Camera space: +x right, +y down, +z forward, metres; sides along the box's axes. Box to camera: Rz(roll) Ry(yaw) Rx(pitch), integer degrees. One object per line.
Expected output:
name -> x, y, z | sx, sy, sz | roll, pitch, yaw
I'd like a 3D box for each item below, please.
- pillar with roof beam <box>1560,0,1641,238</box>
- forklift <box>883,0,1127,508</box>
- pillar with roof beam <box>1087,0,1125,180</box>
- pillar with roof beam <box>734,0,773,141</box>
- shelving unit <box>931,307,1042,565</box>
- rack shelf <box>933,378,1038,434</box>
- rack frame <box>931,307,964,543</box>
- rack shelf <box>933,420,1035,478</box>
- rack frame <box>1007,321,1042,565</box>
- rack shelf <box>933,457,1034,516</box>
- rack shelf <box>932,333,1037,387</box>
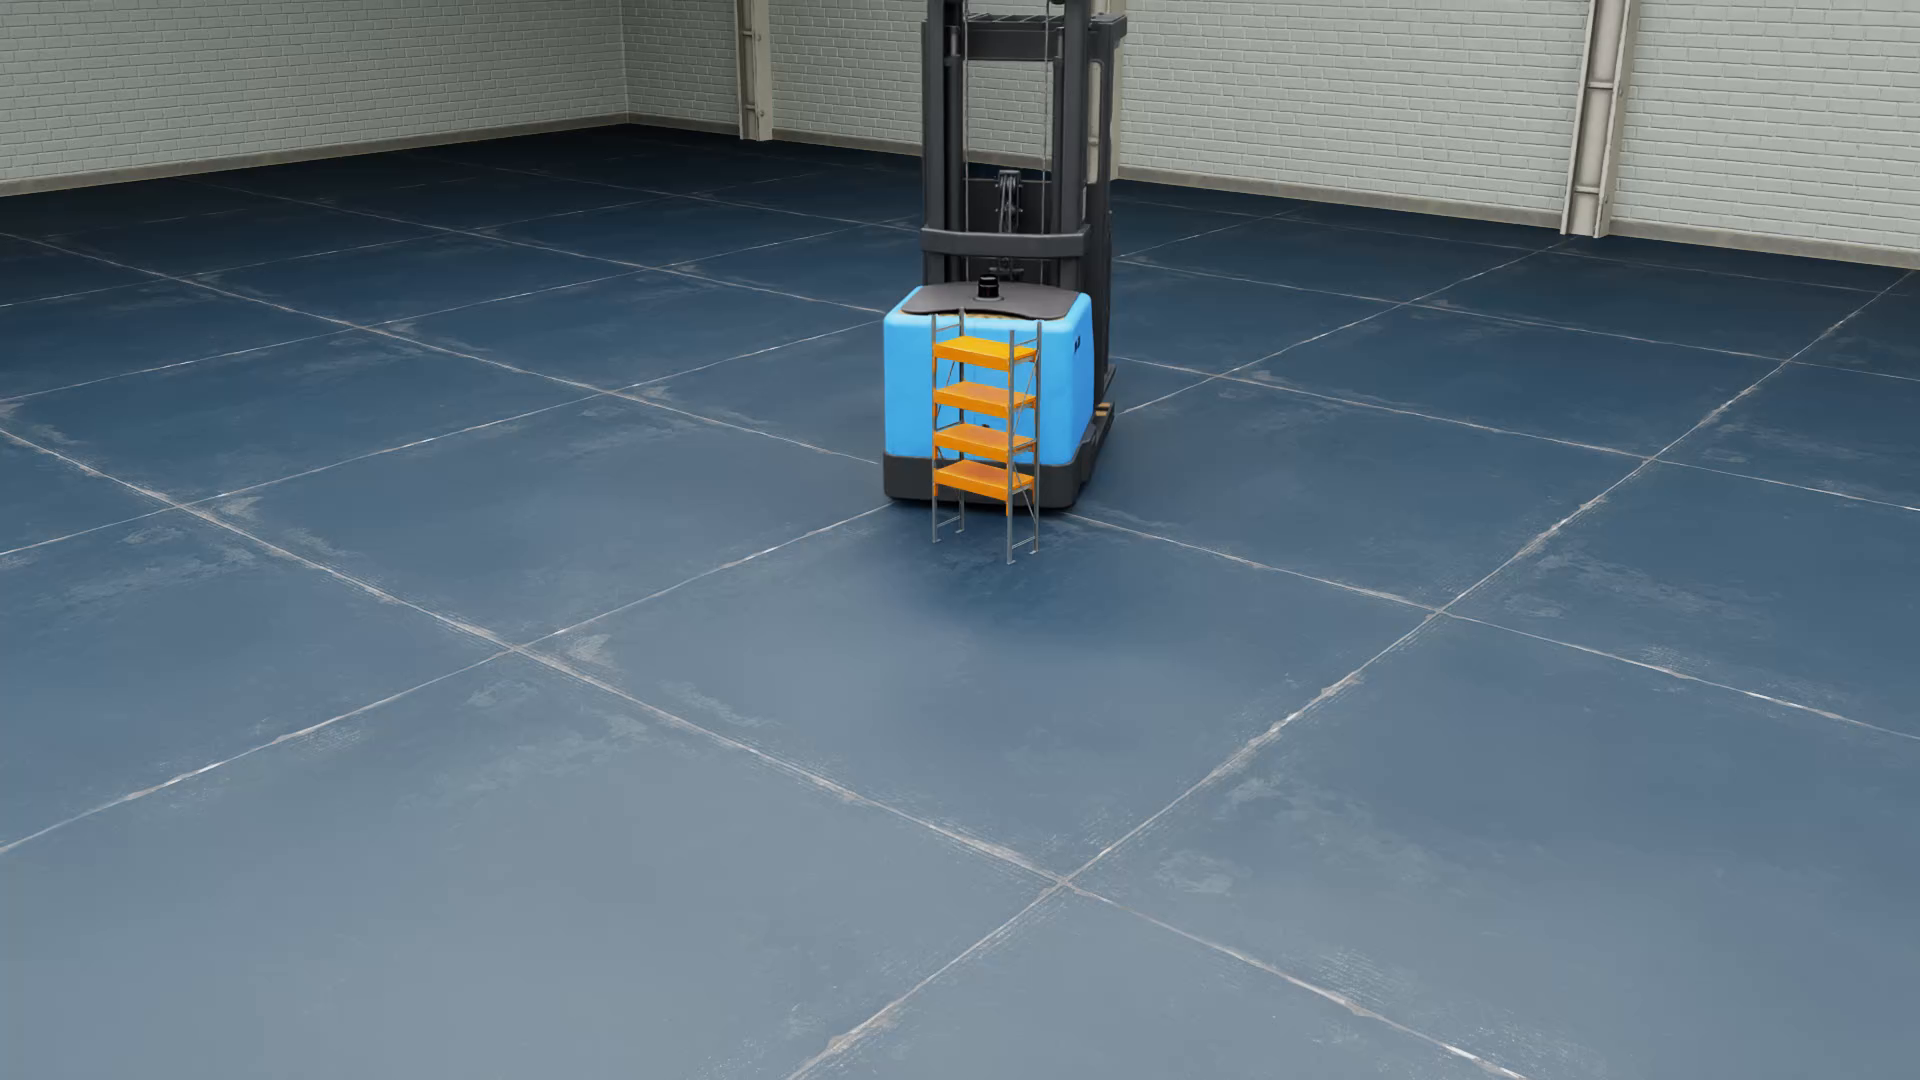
pillar with roof beam -> 3.638, -6.153, 12.230 | 0.400, 9.000, 9.100 | 16, 26, 36
forklift -> 0.372, -2.028, 9.892 | 1.130, 2.935, 3.031 | 4, 21, 11
pillar with roof beam -> -1.011, -7.491, 15.780 | 0.400, 9.000, 9.100 | 16, 26, 36
pillar with roof beam -> -5.659, -8.830, 19.330 | 0.400, 9.000, 9.100 | 16, 26, 36
shelving unit -> 0.128, -0.524, 8.359 | 0.503, 1.200, 0.258 | 16, 26, 36
rack shelf -> 0.128, -0.671, 8.303 | 0.480, 0.148, 0.258 | 16, 26, 36
rack frame -> -0.061, -0.579, 8.503 | 0.015, 1.200, 0.240 | 16, 26, 36
rack shelf -> 0.128, -0.462, 8.382 | 0.480, 0.148, 0.258 | 16, 26, 36
rack frame -> 0.317, -0.470, 8.214 | 0.015, 1.200, 0.240 | 16, 26, 36
rack shelf -> 0.128, -0.276, 8.452 | 0.480, 0.148, 0.258 | 16, 26, 36
rack shelf -> 0.128, -0.892, 8.220 | 0.480, 0.148, 0.258 | 16, 26, 36
